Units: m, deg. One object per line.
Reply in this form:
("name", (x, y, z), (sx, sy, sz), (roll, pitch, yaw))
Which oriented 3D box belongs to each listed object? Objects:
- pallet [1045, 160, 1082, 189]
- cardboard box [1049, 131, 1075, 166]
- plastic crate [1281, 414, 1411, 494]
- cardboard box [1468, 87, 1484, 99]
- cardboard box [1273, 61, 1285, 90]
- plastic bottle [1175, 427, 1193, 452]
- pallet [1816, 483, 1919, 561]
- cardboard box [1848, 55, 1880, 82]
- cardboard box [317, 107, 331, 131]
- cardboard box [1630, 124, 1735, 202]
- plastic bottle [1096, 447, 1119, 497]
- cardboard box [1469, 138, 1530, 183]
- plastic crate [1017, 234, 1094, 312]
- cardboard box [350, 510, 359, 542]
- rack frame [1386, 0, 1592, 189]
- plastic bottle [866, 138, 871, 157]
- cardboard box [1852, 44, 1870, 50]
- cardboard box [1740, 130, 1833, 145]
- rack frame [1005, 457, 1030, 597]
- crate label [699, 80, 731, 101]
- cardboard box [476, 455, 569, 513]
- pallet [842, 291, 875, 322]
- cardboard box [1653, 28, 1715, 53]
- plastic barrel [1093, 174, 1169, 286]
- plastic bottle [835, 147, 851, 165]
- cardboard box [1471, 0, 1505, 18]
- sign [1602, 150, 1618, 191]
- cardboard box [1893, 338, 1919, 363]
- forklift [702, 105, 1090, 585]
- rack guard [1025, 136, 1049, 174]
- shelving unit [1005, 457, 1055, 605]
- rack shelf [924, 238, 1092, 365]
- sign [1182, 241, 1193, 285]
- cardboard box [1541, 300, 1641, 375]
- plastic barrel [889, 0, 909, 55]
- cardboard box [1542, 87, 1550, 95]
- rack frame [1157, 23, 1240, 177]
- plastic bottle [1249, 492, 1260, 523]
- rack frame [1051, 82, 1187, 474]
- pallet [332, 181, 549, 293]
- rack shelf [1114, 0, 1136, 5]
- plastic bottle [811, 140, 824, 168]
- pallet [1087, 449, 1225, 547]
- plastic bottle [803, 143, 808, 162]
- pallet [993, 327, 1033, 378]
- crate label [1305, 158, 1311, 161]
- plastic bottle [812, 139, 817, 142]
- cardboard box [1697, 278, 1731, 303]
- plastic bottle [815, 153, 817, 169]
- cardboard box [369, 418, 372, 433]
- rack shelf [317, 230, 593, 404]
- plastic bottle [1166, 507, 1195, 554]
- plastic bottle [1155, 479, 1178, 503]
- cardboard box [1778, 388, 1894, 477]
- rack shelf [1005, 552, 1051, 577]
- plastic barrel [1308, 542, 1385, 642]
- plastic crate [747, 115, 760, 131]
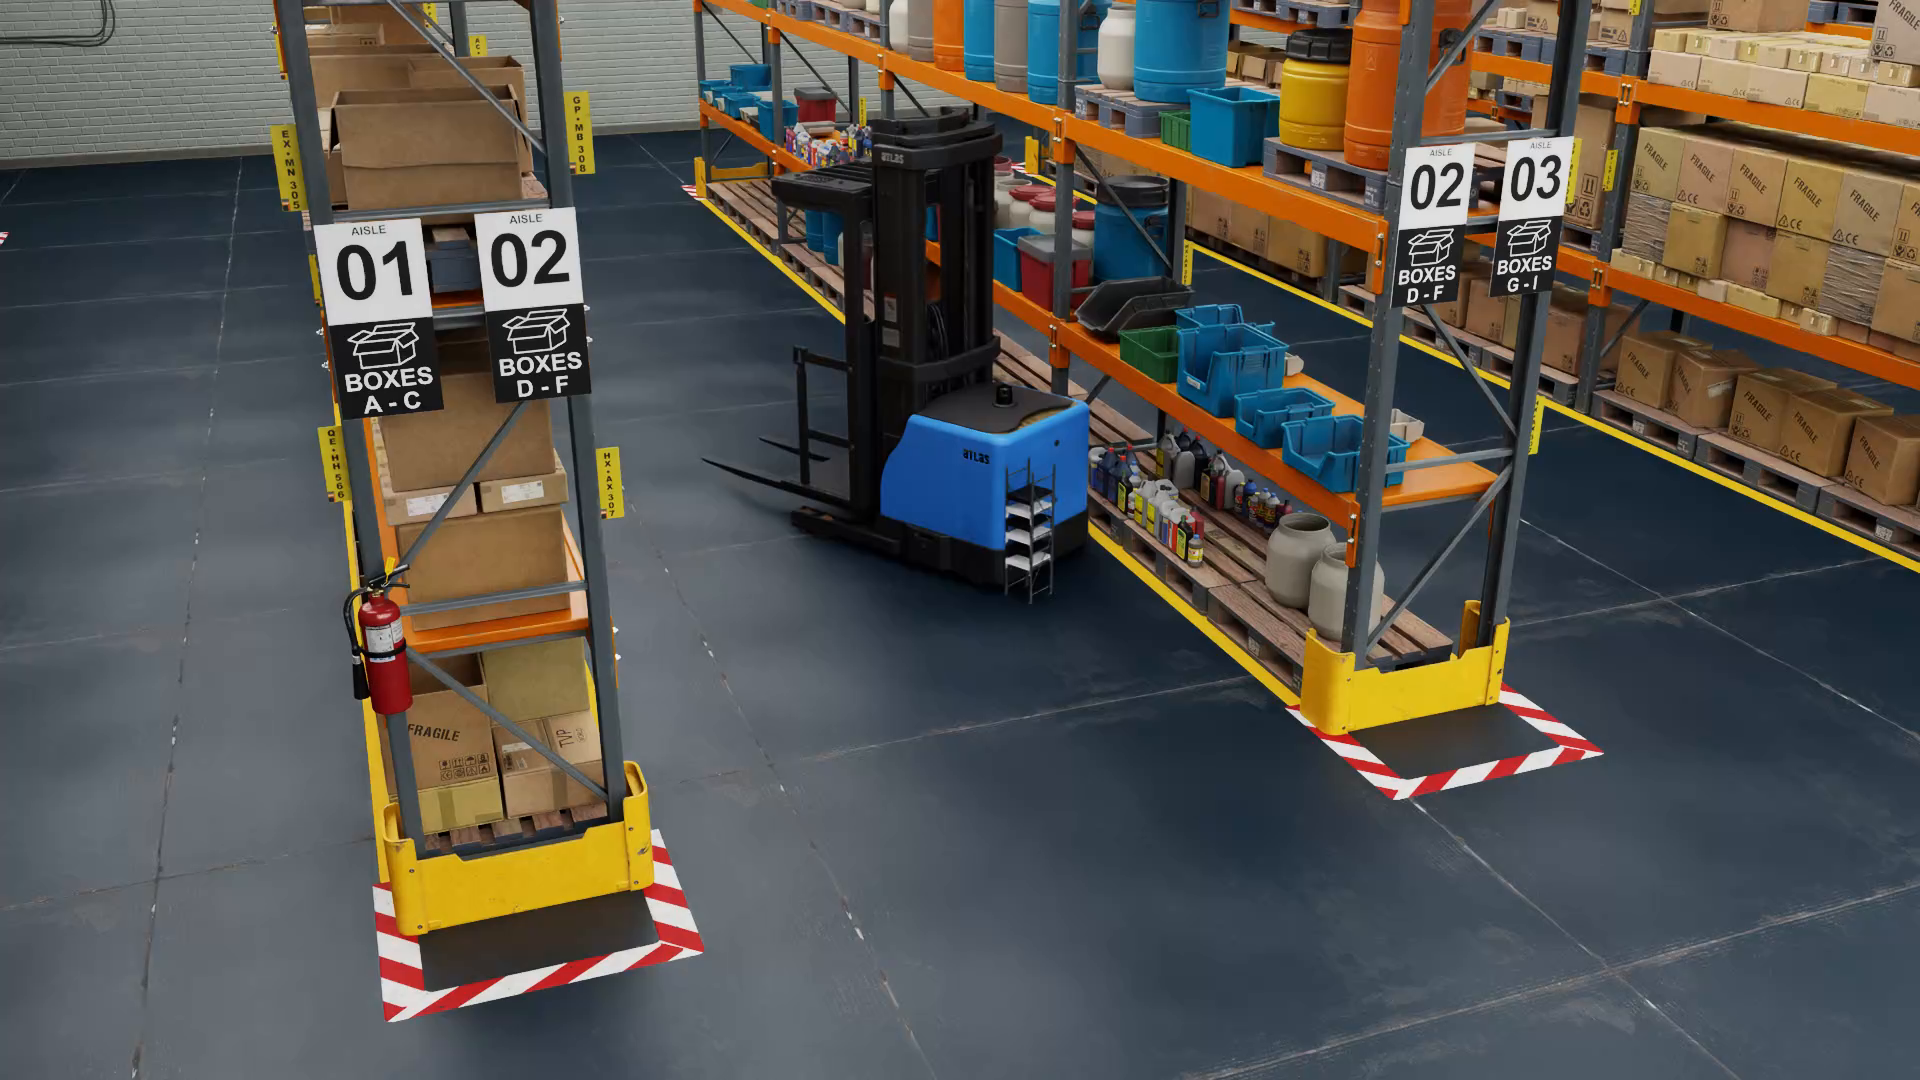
("pallet", (1.923, -5.345, 24.159), (1.003, 0.211, 1.213), (-8, 24, -19))
("cardboard box", (1.868, -5.902, 24.086), (0.875, 0.875, 0.875), (-8, 24, -19))
("plastic crate", (2.129, -0.488, 9.238), (0.499, 0.251, 0.616), (-8, 24, -19))
("cardboard box", (7.143, -6.134, 22.766), (0.380, 0.149, 0.250), (-9, 24, -20))
("cardboard box", (3.922, -5.016, 18.368), (0.797, 0.503, 0.637), (-8, 24, -18))
("plastic bottle", (1.670, -0.657, 12.291), (0.144, 0.351, 0.185), (-9, 24, -20))
("pallet", (6.939, -0.138, 11.807), (1.003, 0.211, 1.213), (-8, 24, -19))
("cardboard box", (6.323, -3.230, 11.370), (0.380, 0.149, 0.250), (-10, 25, -22))
("cardboard box", (-2.900, -1.921, 7.978), (0.500, 0.311, 0.500), (-5, 23, -13))
("cardboard box", (5.727, -2.995, 13.194), (0.500, 0.500, 0.500), (-8, 24, -19))
("plastic bottle", (1.070, -0.501, 11.922), (0.144, 0.351, 0.185), (-8, 24, -18))
("cardboard box", (5.107, -3.407, 15.299), (0.797, 0.503, 0.637), (-6, 24, -14))
("plastic crate", (0.715, -2.033, 12.629), (0.402, 0.464, 0.583), (-8, 24, -19))
("cardboard box", (-3.238, 0.111, 9.657), (0.500, 0.500, 0.500), (-8, 24, -19))
("rack frame", (2.586, -3.181, 7.710), (1.000, 3.000, 0.127), (-8, 24, -19))
("plastic bottle", (-0.967, -4.229, 18.088), (0.097, 0.271, 0.097), (0, 23, 0))
("cardboard box", (6.662, -3.489, 11.984), (0.380, 0.149, 0.250), (-7, 24, -17))
("cardboard box", (6.400, -2.886, 12.936), (0.500, 0.500, 0.500), (-8, 24, -19))
("rack frame", (0.372, -0.081, 10.783), (0.006, 0.900, 0.240), (18, 29, 36))
("crate label", (-3.287, -6.045, 22.369), (0.416, 0.233, 0.303), (-8, 24, -19))
("cardboard box", (-1.987, -0.255, 7.529), (0.380, 0.149, 0.250), (-9, 24, -19))
("pallet", (-0.558, -2.319, 16.980), (1.003, 0.211, 1.213), (-8, 24, -19))
("cardboard box", (5.633, -3.886, 12.925), (0.380, 0.149, 0.250), (-9, 24, -21))
("plastic barrel", (1.320, -2.283, 12.658), (0.600, 0.901, 0.708), (-8, 24, -19))
("plastic bottle", (-1.203, -3.868, 17.127), (0.144, 0.351, 0.185), (-8, 24, -19))
("cardboard box", (4.679, -5.089, 15.327), (0.500, 0.500, 0.500), (-9, 25, -21))
("sign", (5.288, -3.005, 13.527), (0.100, 0.325, 0.005), (-8, 24, -19))
("cardboard box", (6.627, -1.323, 11.350), (0.380, 0.149, 0.250), (-8, 24, -19))
("forklift", (-0.578, -1.504, 11.545), (3.031, 2.935, 1.130), (17, 28, 35))
("rack guard", (1.559, -5.766, 24.787), (1.175, 0.500, 0.348), (-8, 24, -19))
("shelving unit", (0.450, -0.055, 10.723), (0.210, 0.900, 0.258), (18, 29, 36))
("rack shelf", (0.466, -2.265, 14.188), (1.077, 0.370, 4.000), (-8, 24, -19))
("sign", (1.691, -2.069, 12.439), (0.100, 0.325, 0.005), (-8, 24, -19))
("cardboard box", (5.609, -1.826, 14.872), (0.700, 0.500, 0.500), (-10, 25, -23))
("plastic barrel", (-0.417, -4.602, 14.800), (0.421, 0.512, 0.421), (0, 23, 0))
("cardboard box", (7.641, -5.689, 21.167), (0.380, 0.149, 0.250), (-8, 24, -18))
("rack frame", (2.980, -5.456, 20.833), (1.000, 3.000, 0.127), (-8, 24, -19))
("plastic bottle", (2.045, -0.228, 11.465), (0.097, 0.201, 0.097), (0, 23, 0))
("rack frame", (1.173, -1.870, 12.324), (1.000, 3.000, 0.127), (-8, 24, -19))
("pallet", (-2.275, -1.340, 7.319), (1.003, 0.211, 1.213), (-8, 24, -19))
("rack shelf", (2.274, -7.233, 22.114), (1.077, 0.370, 4.000), (-8, 24, -19))
("plastic bottle", (-1.519, -4.162, 17.923), (0.152, 0.276, 0.135), (-8, 24, -19))
("pallet", (1.371, -0.335, 12.273), (1.003, 0.211, 1.213), (-8, 24, -19))
("plastic bottle", (-1.667, -4.250, 18.228), (0.097, 0.201, 0.097), (0, 23, 0))
("pallet", (-0.003, -1.751, 15.633), (1.003, 0.211, 1.213), (-8, 24, -19))
("crate label", (2.234, -2.455, 10.043), (0.502, 0.251, 0.408), (-8, 24, -19))
("plastic bottle", (-1.607, -4.355, 18.477), (0.097, 0.201, 0.097), (0, 23, 0))
("cardboard box", (5.938, -1.948, 12.834), (0.380, 0.149, 0.250), (-8, 24, -19))
("plastic bottle", (-1.504, -4.082, 17.829), (0.097, 0.201, 0.097), (0, 23, 0))
("cardboard box", (-2.822, -0.666, 8.504), (0.380, 0.149, 0.250), (-8, 24, -18))
("rack shelf", (-2.756, -1.515, 8.547), (1.077, 0.370, 4.000), (-8, 24, -19))
("plastic bottle", (1.463, -0.066, 10.986), (0.152, 0.276, 0.135), (-8, 24, -19))
("plastic bottle", (1.416, -0.273, 11.477), (0.152, 0.276, 0.135), (-8, 24, -19))
("cardboard box", (6.568, -0.809, 12.485), (0.500, 0.500, 0.500), (-6, 24, -14))
("rack shelf", (0.450, 0.141, 10.806), (0.200, 0.077, 0.258), (18, 29, 36))
("plastic barrel", (2.282, 0.308, 9.819), (0.421, 0.512, 0.421), (0, 23, 0))
("plastic crate", (-2.300, -5.047, 20.140), (0.437, 0.125, 0.590), (-8, 24, -19))
